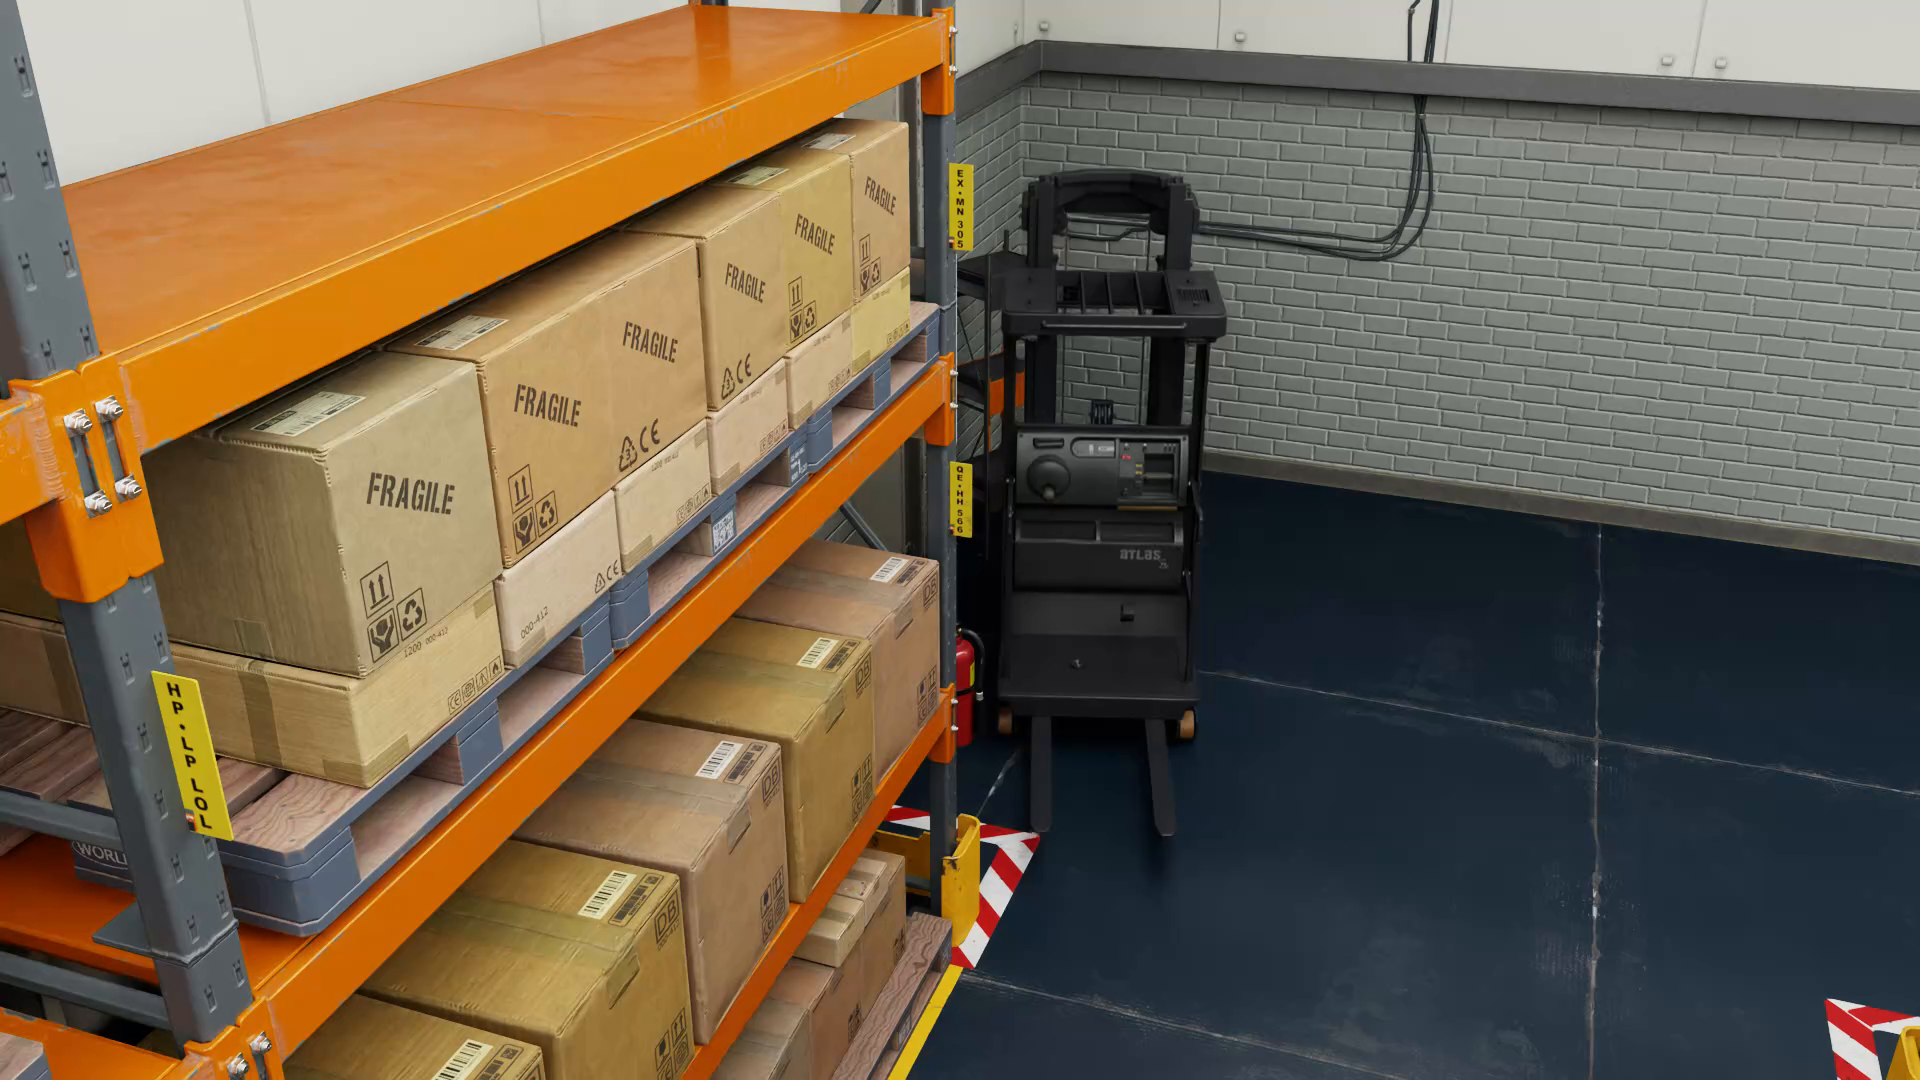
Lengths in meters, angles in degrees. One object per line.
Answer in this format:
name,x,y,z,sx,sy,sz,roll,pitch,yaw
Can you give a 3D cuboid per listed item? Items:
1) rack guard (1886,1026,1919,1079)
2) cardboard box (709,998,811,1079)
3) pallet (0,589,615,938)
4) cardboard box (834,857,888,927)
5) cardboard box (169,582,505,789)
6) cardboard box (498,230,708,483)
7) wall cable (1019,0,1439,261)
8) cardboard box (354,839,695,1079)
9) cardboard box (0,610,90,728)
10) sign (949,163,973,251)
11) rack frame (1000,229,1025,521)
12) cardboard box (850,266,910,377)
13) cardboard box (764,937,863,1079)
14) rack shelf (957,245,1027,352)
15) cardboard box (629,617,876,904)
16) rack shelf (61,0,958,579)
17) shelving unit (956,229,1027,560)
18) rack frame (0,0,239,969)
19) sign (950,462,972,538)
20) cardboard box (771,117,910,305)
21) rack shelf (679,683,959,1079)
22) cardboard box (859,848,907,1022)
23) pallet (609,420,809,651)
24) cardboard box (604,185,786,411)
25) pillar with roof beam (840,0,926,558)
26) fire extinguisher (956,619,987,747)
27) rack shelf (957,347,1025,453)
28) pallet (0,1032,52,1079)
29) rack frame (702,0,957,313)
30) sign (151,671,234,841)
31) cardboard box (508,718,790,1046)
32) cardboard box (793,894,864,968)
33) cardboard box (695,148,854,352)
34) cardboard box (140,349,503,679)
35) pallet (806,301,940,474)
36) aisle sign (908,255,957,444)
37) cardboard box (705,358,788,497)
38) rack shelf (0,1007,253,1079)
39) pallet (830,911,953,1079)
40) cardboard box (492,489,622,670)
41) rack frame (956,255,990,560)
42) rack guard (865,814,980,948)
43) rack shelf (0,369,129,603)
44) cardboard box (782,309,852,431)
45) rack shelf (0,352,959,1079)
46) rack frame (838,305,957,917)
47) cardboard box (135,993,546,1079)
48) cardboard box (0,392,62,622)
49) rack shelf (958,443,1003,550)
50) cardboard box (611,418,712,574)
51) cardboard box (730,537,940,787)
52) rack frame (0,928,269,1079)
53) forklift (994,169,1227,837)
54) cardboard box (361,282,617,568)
rack guard,4.141,2.253,6.246,1.175,0.500,0.348,9,27,17
cardboard box,-0.978,2.031,6.224,0.700,0.500,0.500,8,27,16
pallet,-1.555,0.379,3.908,1.003,0.211,1.213,9,27,17
cardboard box,-0.516,1.406,6.771,0.380,0.149,0.250,8,27,17
cardboard box,-1.359,0.262,3.625,0.500,0.250,0.500,9,27,17
cardboard box,-1.011,-0.498,4.334,0.500,0.500,0.500,9,27,18
wall cable,1.713,-3.195,11.309,3.097,2.526,0.112,9,27,17
cardboard box,-1.393,1.369,4.860,0.980,0.700,0.700,8,27,16
cardboard box,-1.831,0.192,3.768,0.500,0.250,0.500,9,27,18
sign,0.001,-1.248,6.243,0.100,0.325,0.005,9,27,17
rack frame,0.422,-1.016,11.162,0.015,2.100,0.400,-21,33,-36
cardboard box,-0.499,-0.797,5.811,0.500,0.250,0.500,10,27,19
cardboard box,-0.811,1.824,6.651,0.700,0.500,0.500,9,27,17
rack shelf,0.237,-1.564,10.720,0.480,0.518,0.431,-21,33,-36
cardboard box,-0.898,0.757,6.124,0.980,0.700,0.700,9,27,17
rack shelf,-1.172,-0.994,4.486,1.077,0.370,4.000,9,27,17
shelving unit,0.237,-0.946,11.019,0.503,2.100,0.431,-21,33,-36
rack frame,-1.837,-0.676,2.544,1.000,3.000,0.127,9,27,17
sign,0.001,-0.163,6.768,0.100,0.325,0.005,9,27,17
cardboard box,-0.492,-1.134,5.646,0.500,0.500,0.500,9,27,17
rack shelf,-1.172,1.526,5.706,1.077,0.370,4.000,9,27,17
cardboard box,-0.645,1.618,7.076,0.700,0.500,0.500,9,27,17
pallet,-1.147,-0.121,4.940,1.003,0.211,1.213,9,27,17
cardboard box,-0.835,-0.714,4.779,0.500,0.500,0.500,8,27,15
pillar with roof beam,3.636,-2.931,7.200,9.100,9.000,0.400,9,27,17
fire extinguisher,-0.021,0.588,7.334,0.296,0.674,0.183,9,27,17
rack shelf,0.237,-0.934,11.025,0.480,0.518,0.431,-21,33,-36
pallet,-2.096,1.144,2.447,0.805,0.209,1.217,8,27,15
rack frame,-0.506,-2.320,5.939,1.000,3.000,0.127,9,27,17
sign,-1.322,0.374,2.862,0.100,0.325,0.005,9,27,17
cardboard box,-1.160,1.069,5.480,0.980,0.700,0.700,7,27,15
cardboard box,-0.600,1.511,6.554,0.380,0.149,0.250,9,27,19
cardboard box,-0.669,-0.930,5.224,0.500,0.500,0.500,10,27,19
cardboard box,-1.335,-0.083,3.475,0.500,0.500,0.500,8,27,17
pallet,-0.743,-0.624,5.979,1.003,0.211,1.213,9,27,17
aisle sign,-0.199,-0.776,6.651,0.394,0.787,0.004,9,27,17
cardboard box,-0.840,-0.368,4.926,0.500,0.250,0.500,8,27,16
rack shelf,-2.503,1.819,1.657,1.077,0.370,4.000,9,27,17
pallet,-0.698,1.975,7.152,1.003,0.211,1.213,9,27,17
cardboard box,-1.176,0.054,4.053,0.500,0.250,0.500,8,27,16
rack frame,0.052,-0.877,10.876,0.015,2.100,0.400,-21,33,-36
rack guard,-0.498,1.495,7.812,1.175,0.500,0.348,9,27,17
rack shelf,-2.503,0.649,1.091,1.077,0.370,4.000,9,27,17
cardboard box,-0.672,-0.583,5.369,0.500,0.250,0.500,8,27,15
rack shelf,-1.172,0.176,5.052,1.077,0.370,4.000,9,27,17
rack frame,-0.506,0.380,7.246,1.000,3.000,0.127,9,27,17
cardboard box,-1.641,1.668,4.242,0.980,0.700,0.700,9,27,18
cardboard box,-1.825,-0.151,3.616,0.500,0.500,0.500,9,27,17
rack shelf,0.237,-0.304,11.330,0.480,0.518,0.431,-21,33,-36
cardboard box,-1.012,-0.158,4.491,0.500,0.250,0.500,8,27,16
cardboard box,-0.666,0.456,6.745,0.980,0.700,0.700,10,28,20
rack frame,-1.837,2.024,3.851,1.000,3.000,0.127,9,27,17
forklift,0.765,-0.359,8.851,1.130,2.935,3.031,1,26,2
cardboard box,-1.170,-0.295,3.913,0.500,0.500,0.500,8,27,16
